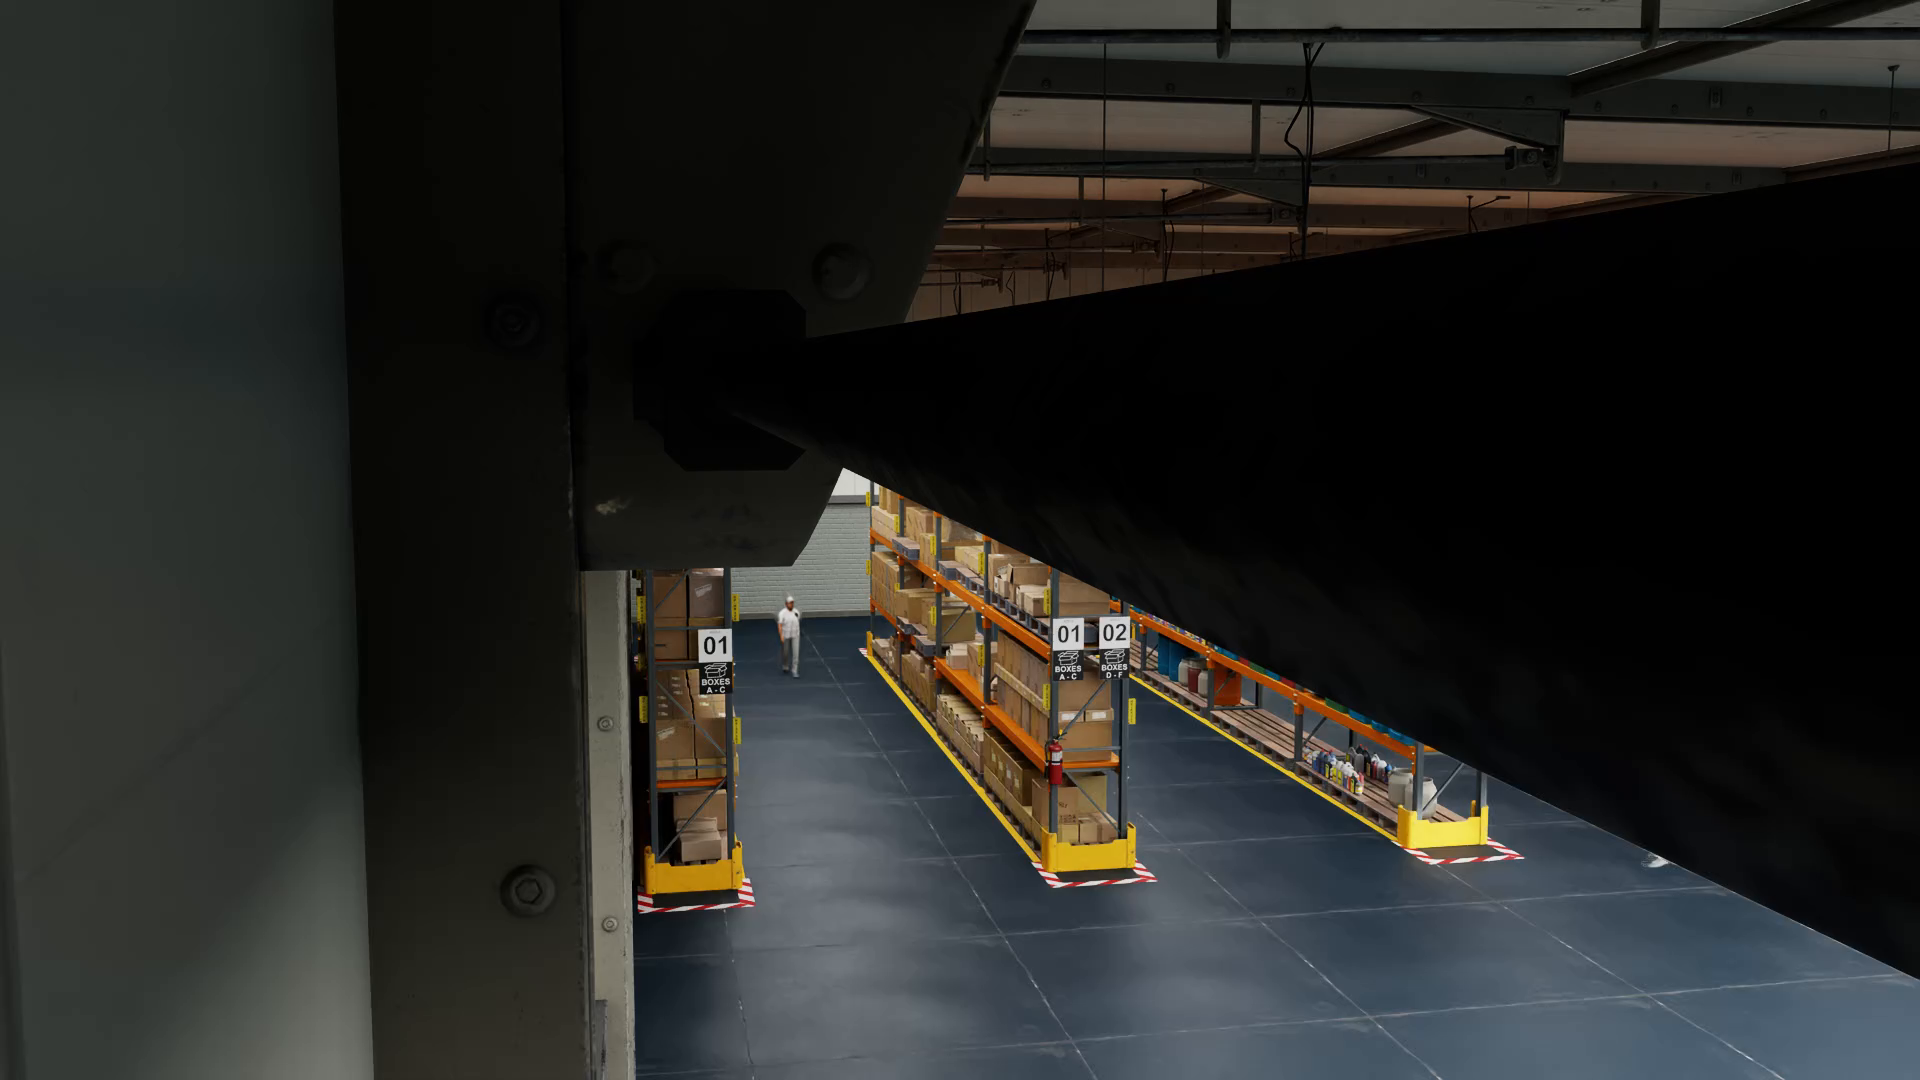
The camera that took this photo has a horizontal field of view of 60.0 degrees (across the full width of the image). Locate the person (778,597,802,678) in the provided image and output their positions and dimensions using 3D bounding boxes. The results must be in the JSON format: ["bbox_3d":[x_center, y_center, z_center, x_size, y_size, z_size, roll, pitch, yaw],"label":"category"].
[{"bbox_3d":[-3.480,1.975,34.052,0.498,1.619,0.929,-1,6,-7],"label":"person"}]

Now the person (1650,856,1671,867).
[{"bbox_3d":[9.059,3.251,21.031,0.527,1.798,0.560,-6,8,-43],"label":"person"}]

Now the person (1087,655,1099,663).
[{"bbox_3d":[2.016,2.549,27.783,0.566,1.804,0.573,-5,7,-37],"label":"person"}]

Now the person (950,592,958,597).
[{"bbox_3d":[-0.269,1.516,37.689,0.630,1.795,0.492,3,7,29],"label":"person"}]
